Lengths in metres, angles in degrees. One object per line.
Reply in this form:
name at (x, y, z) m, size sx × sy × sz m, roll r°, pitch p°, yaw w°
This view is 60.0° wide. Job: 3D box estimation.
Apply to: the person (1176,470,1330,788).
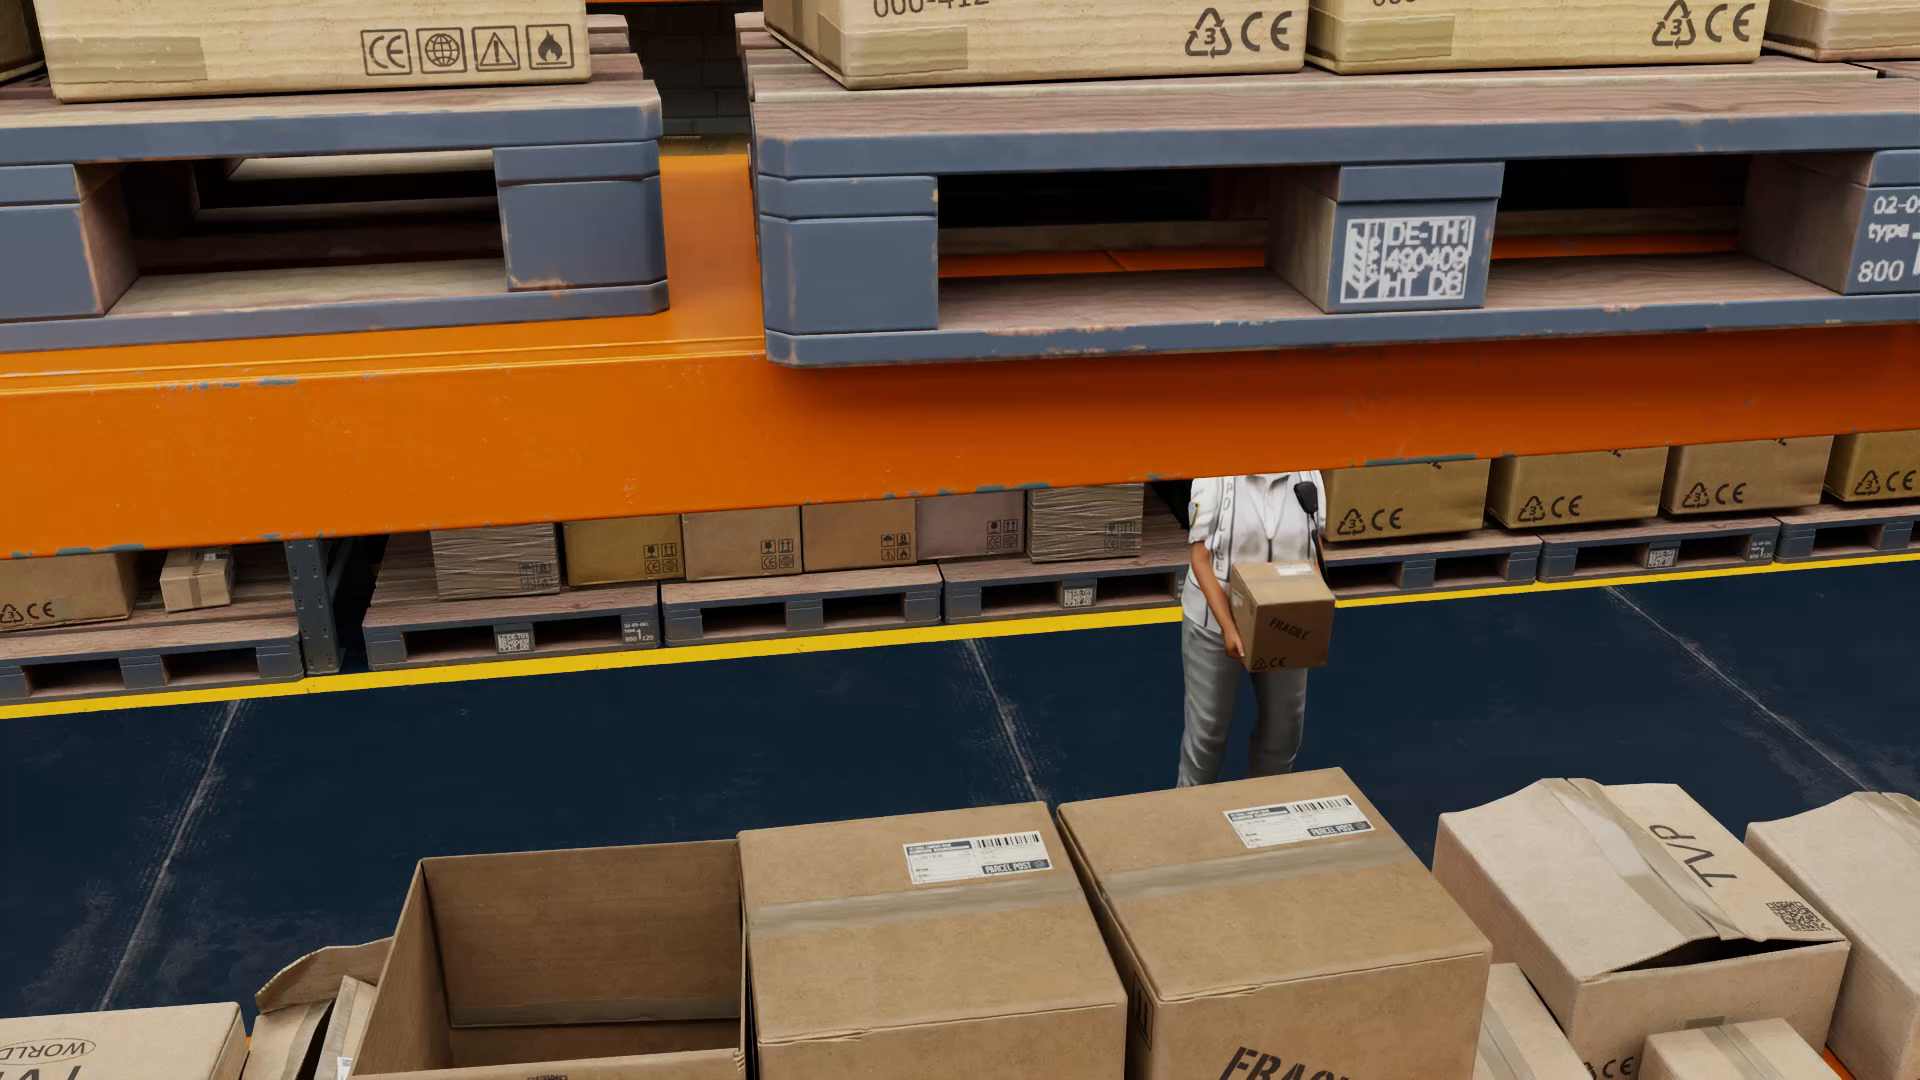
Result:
person at (0.964, 0.308, 5.399) m, size 0.453 × 1.654 × 0.541 m, roll -4°, pitch 24°, yaw -9°
